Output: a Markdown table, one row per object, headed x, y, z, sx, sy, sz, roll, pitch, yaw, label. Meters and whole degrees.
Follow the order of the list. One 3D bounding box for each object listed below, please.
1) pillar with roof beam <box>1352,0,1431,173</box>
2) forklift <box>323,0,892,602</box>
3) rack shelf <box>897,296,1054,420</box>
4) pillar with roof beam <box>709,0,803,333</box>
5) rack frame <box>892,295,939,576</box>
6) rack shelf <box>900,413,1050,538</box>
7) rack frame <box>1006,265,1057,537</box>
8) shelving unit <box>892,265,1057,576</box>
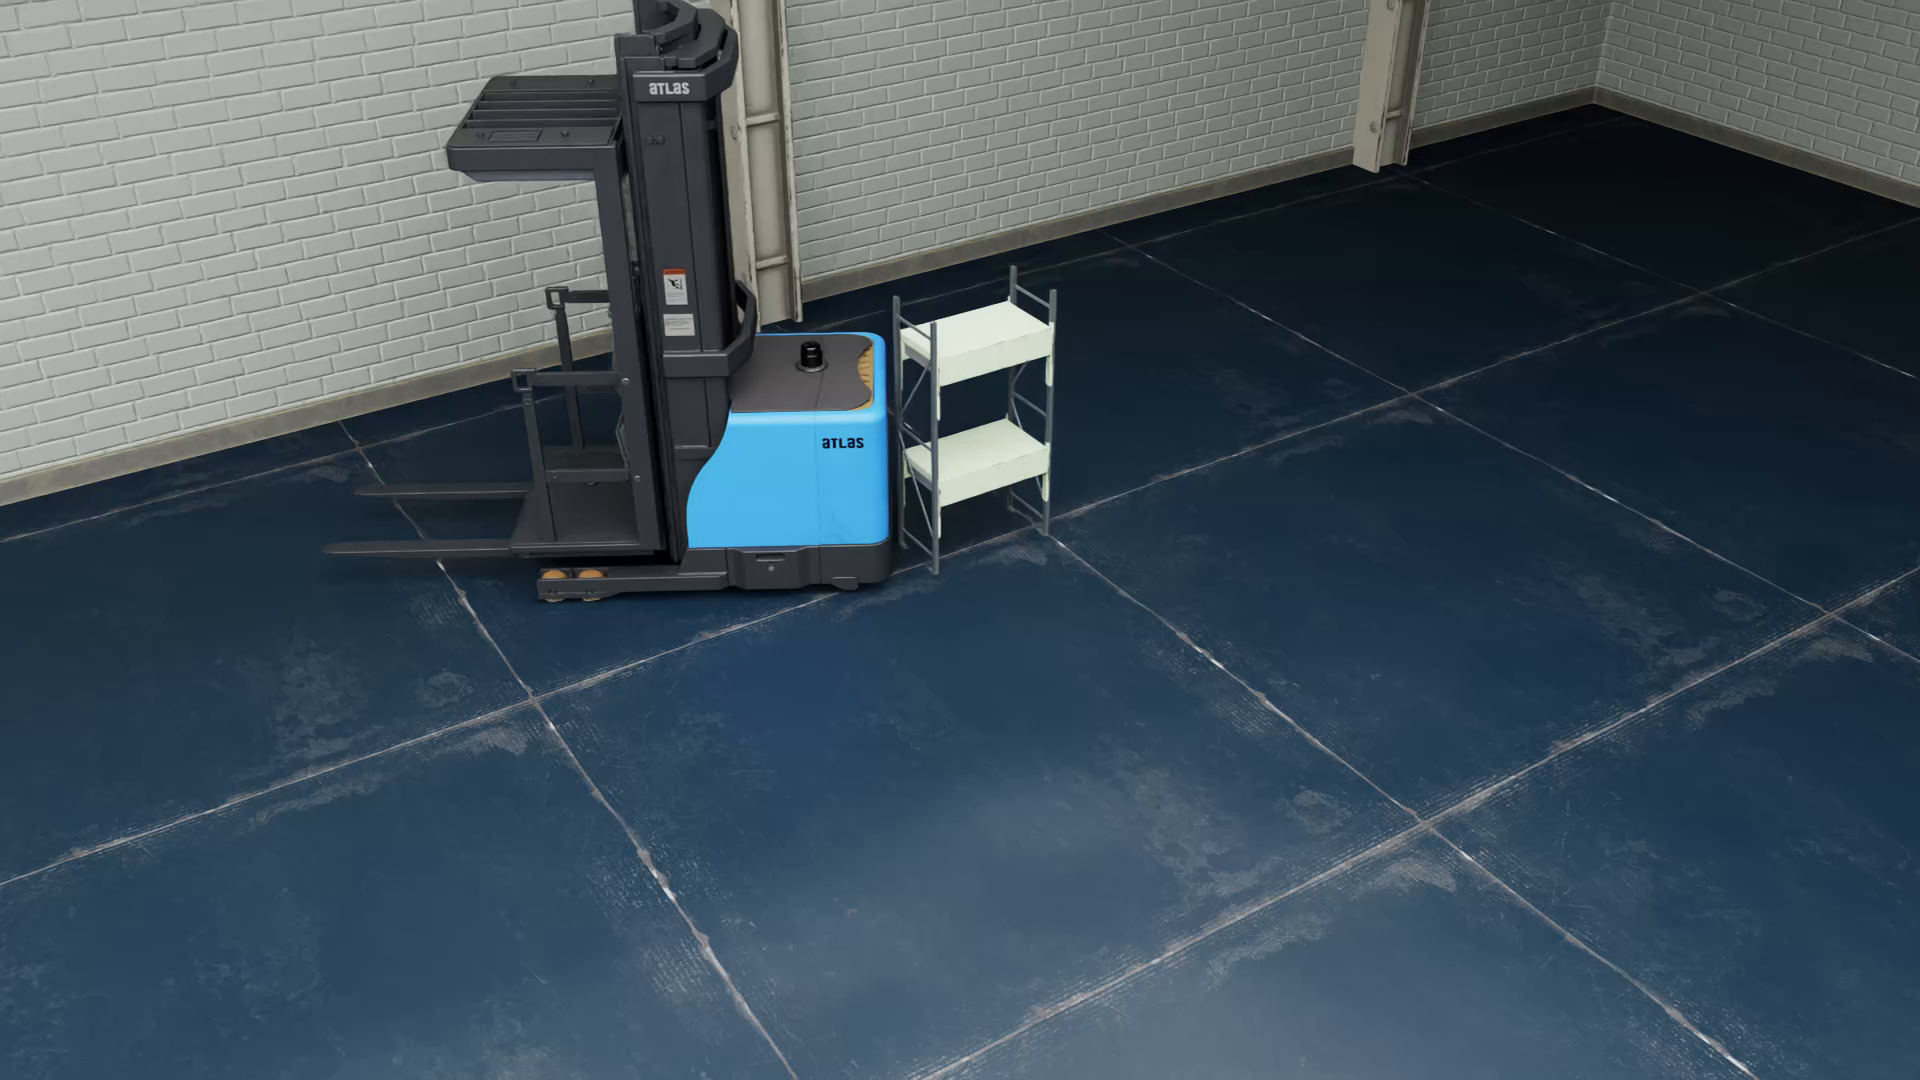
| x | y | z | sx | sy | sz | roll | pitch | yaw | label |
| --- | --- | --- | --- | --- | --- | --- | --- | --- | --- |
| 6.011 | -5.185 | 9.157 | 0.400 | 9.000 | 9.100 | -19 | 37 | -27 | pillar with roof beam |
| -1.896 | -1.199 | 8.525 | 3.031 | 2.935 | 1.130 | -1 | 32 | -2 | forklift |
| 0.077 | -0.968 | 8.768 | 0.720 | 0.370 | 0.431 | -19 | 37 | -27 | rack shelf |
| 0.968 | -3.451 | 6.408 | 0.400 | 9.000 | 9.100 | -19 | 37 | -27 | pillar with roof beam |
| -0.231 | -0.532 | 8.809 | 0.023 | 1.500 | 0.400 | -19 | 37 | -27 | rack frame |
| 0.077 | -0.362 | 9.150 | 0.720 | 0.370 | 0.431 | -19 | 37 | -27 | rack shelf |
| 0.385 | -0.743 | 9.144 | 0.023 | 1.500 | 0.400 | -19 | 37 | -27 | rack frame |
| 0.077 | -0.638 | 8.977 | 0.755 | 1.500 | 0.431 | -19 | 37 | -27 | shelving unit |
